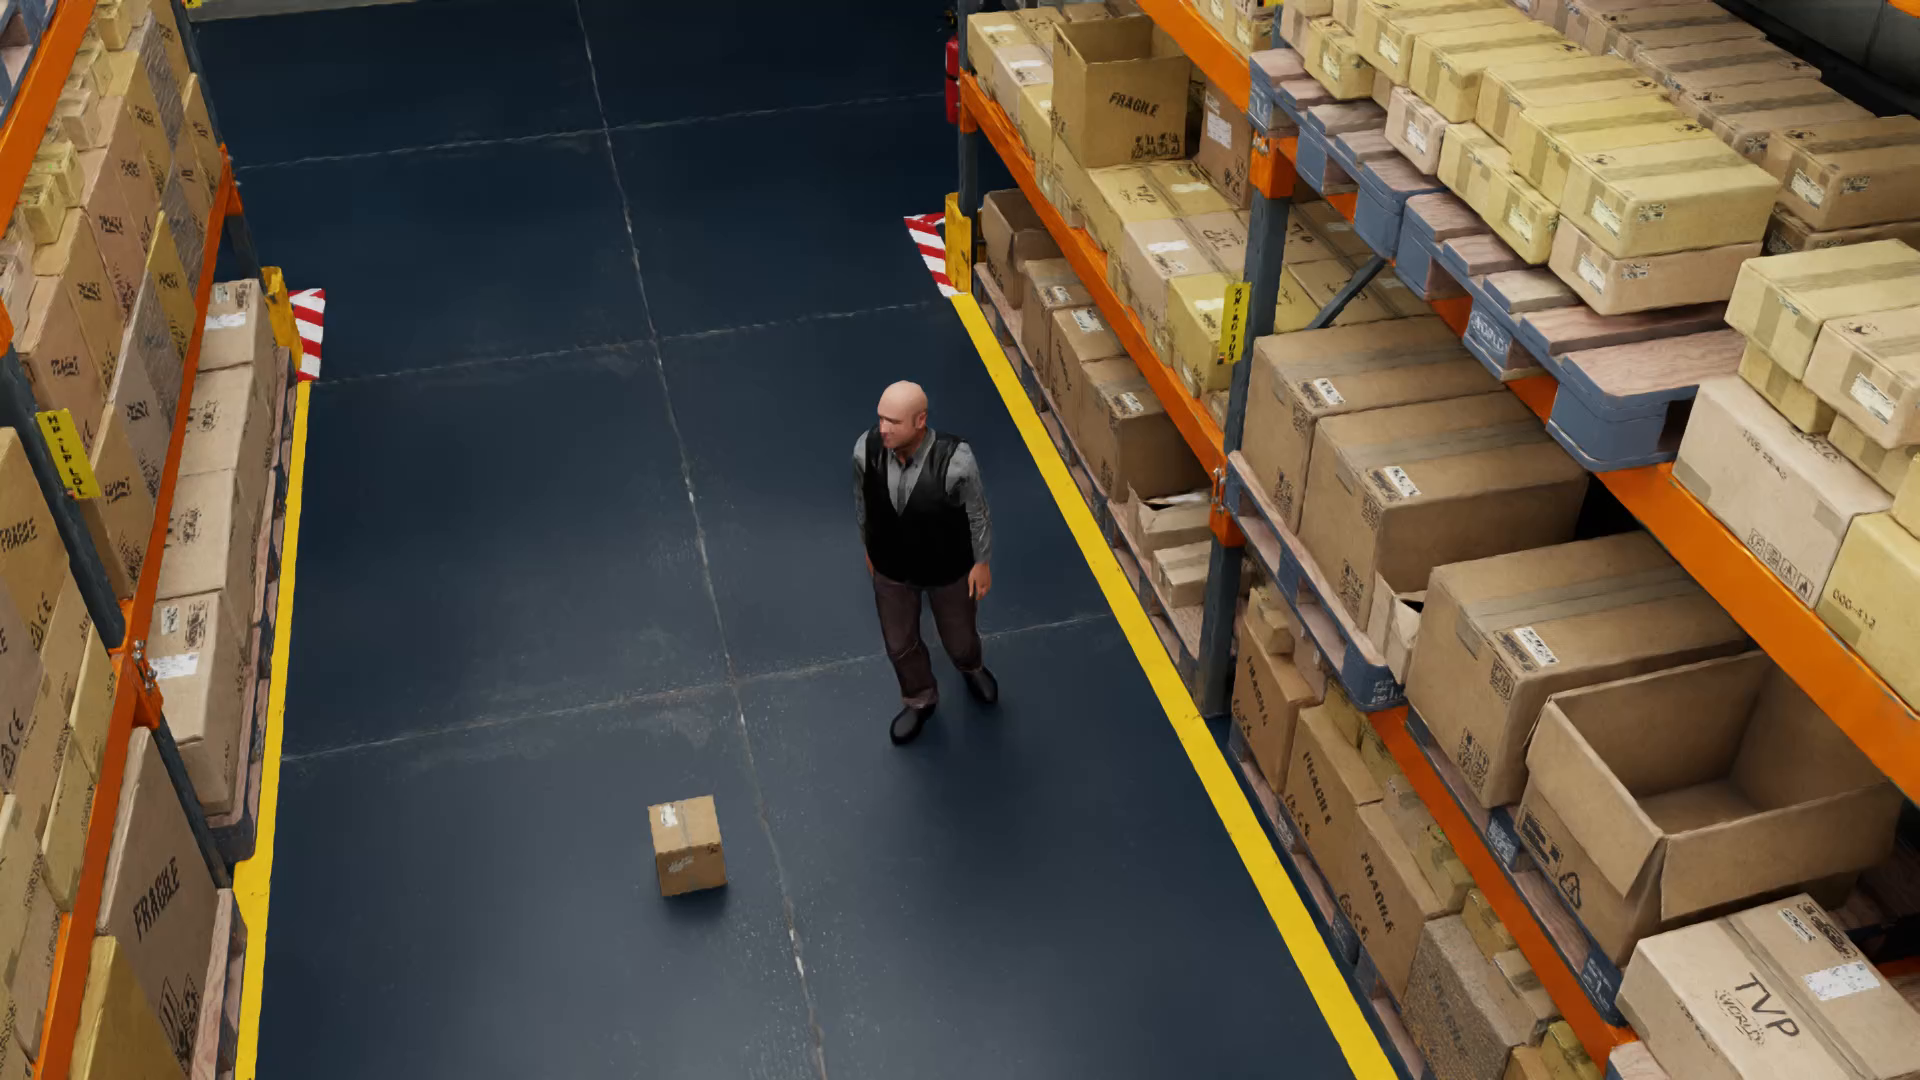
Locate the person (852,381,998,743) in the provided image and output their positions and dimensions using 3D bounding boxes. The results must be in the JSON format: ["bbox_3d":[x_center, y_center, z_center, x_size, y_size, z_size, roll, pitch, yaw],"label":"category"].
[{"bbox_3d":[-0.131,0.044,6.680,0.569,1.712,0.543,11,39,14],"label":"person"}]
